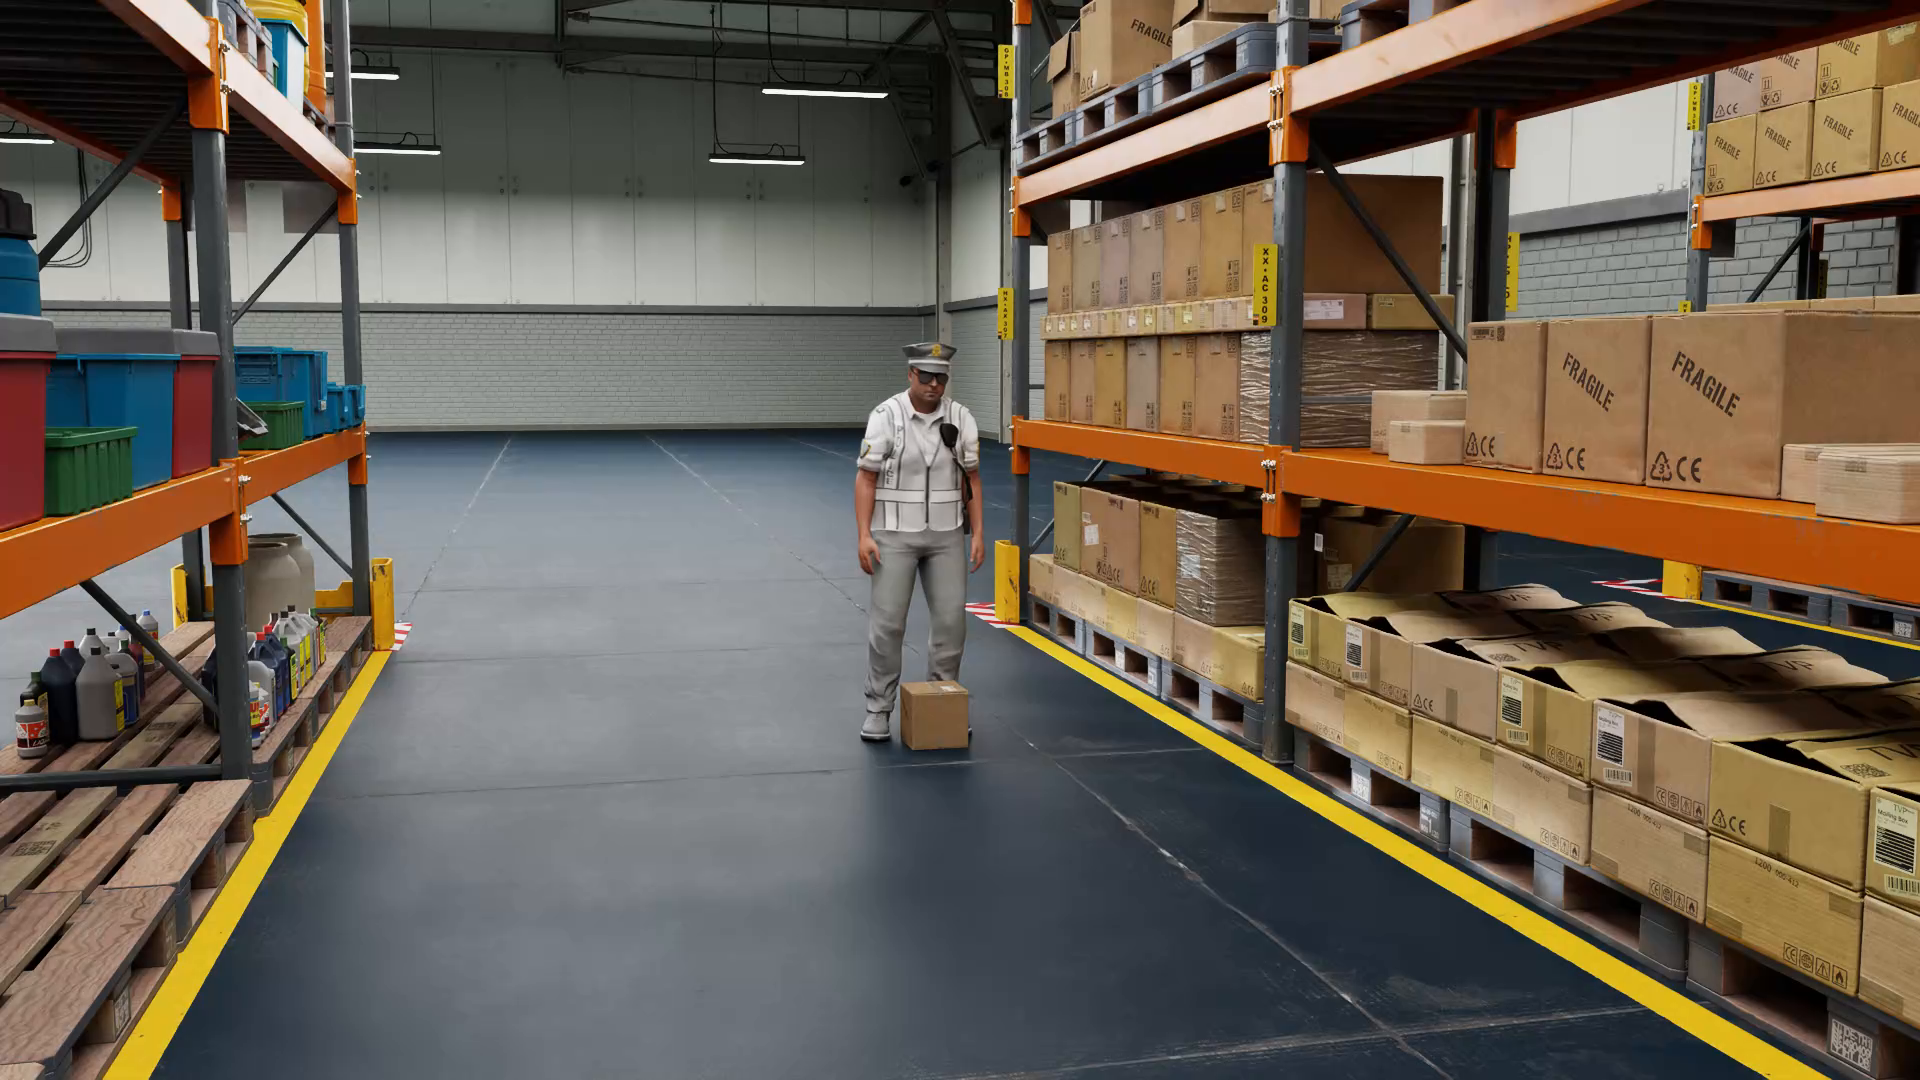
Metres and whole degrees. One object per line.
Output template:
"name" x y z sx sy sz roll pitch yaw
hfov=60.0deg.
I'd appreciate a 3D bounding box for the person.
"person" -0.182 -0.007 7.473 0.597 1.748 0.434 -2 6 -15
